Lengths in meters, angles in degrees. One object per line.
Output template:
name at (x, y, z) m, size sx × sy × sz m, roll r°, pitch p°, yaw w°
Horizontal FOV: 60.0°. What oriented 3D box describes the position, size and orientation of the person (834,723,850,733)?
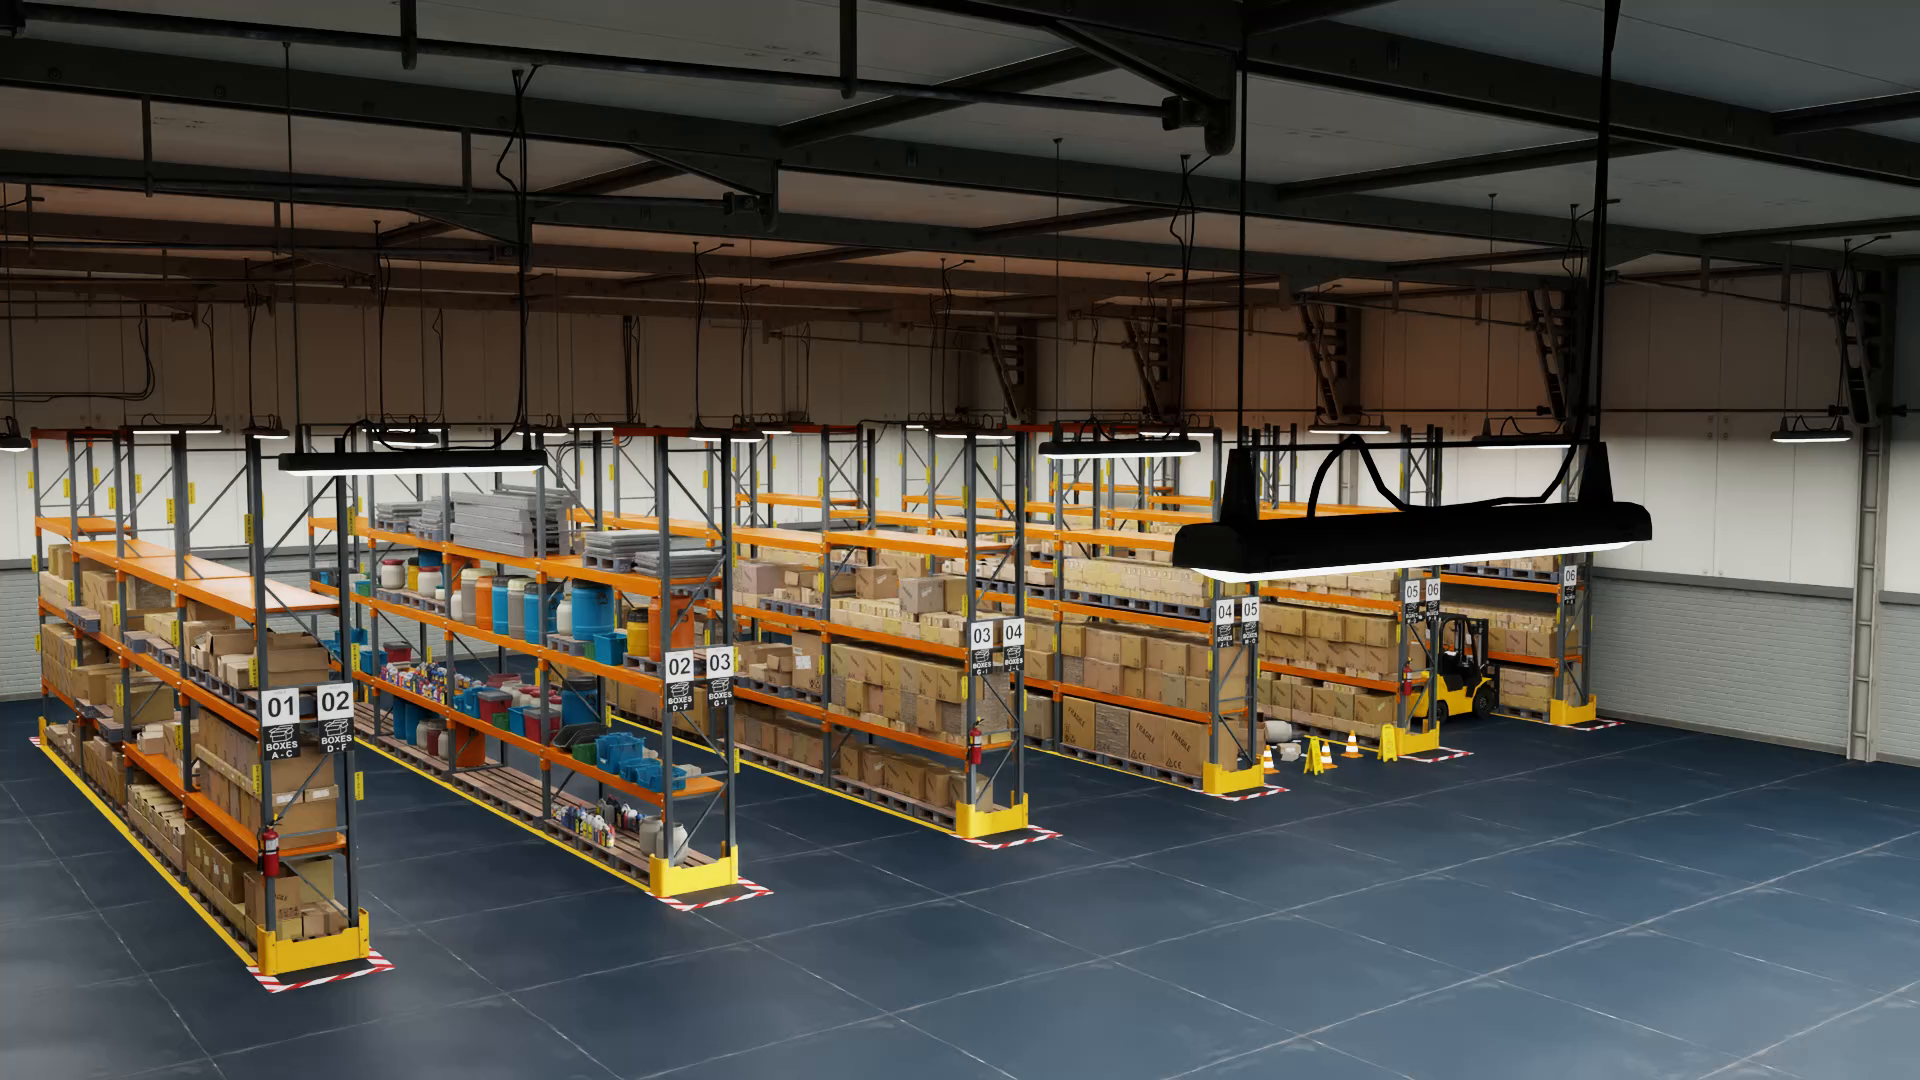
person at (-2.094, 3.011, 31.020) m, size 0.989 × 1.712 × 0.584 m, roll 4°, pitch 6°, yaw 40°
